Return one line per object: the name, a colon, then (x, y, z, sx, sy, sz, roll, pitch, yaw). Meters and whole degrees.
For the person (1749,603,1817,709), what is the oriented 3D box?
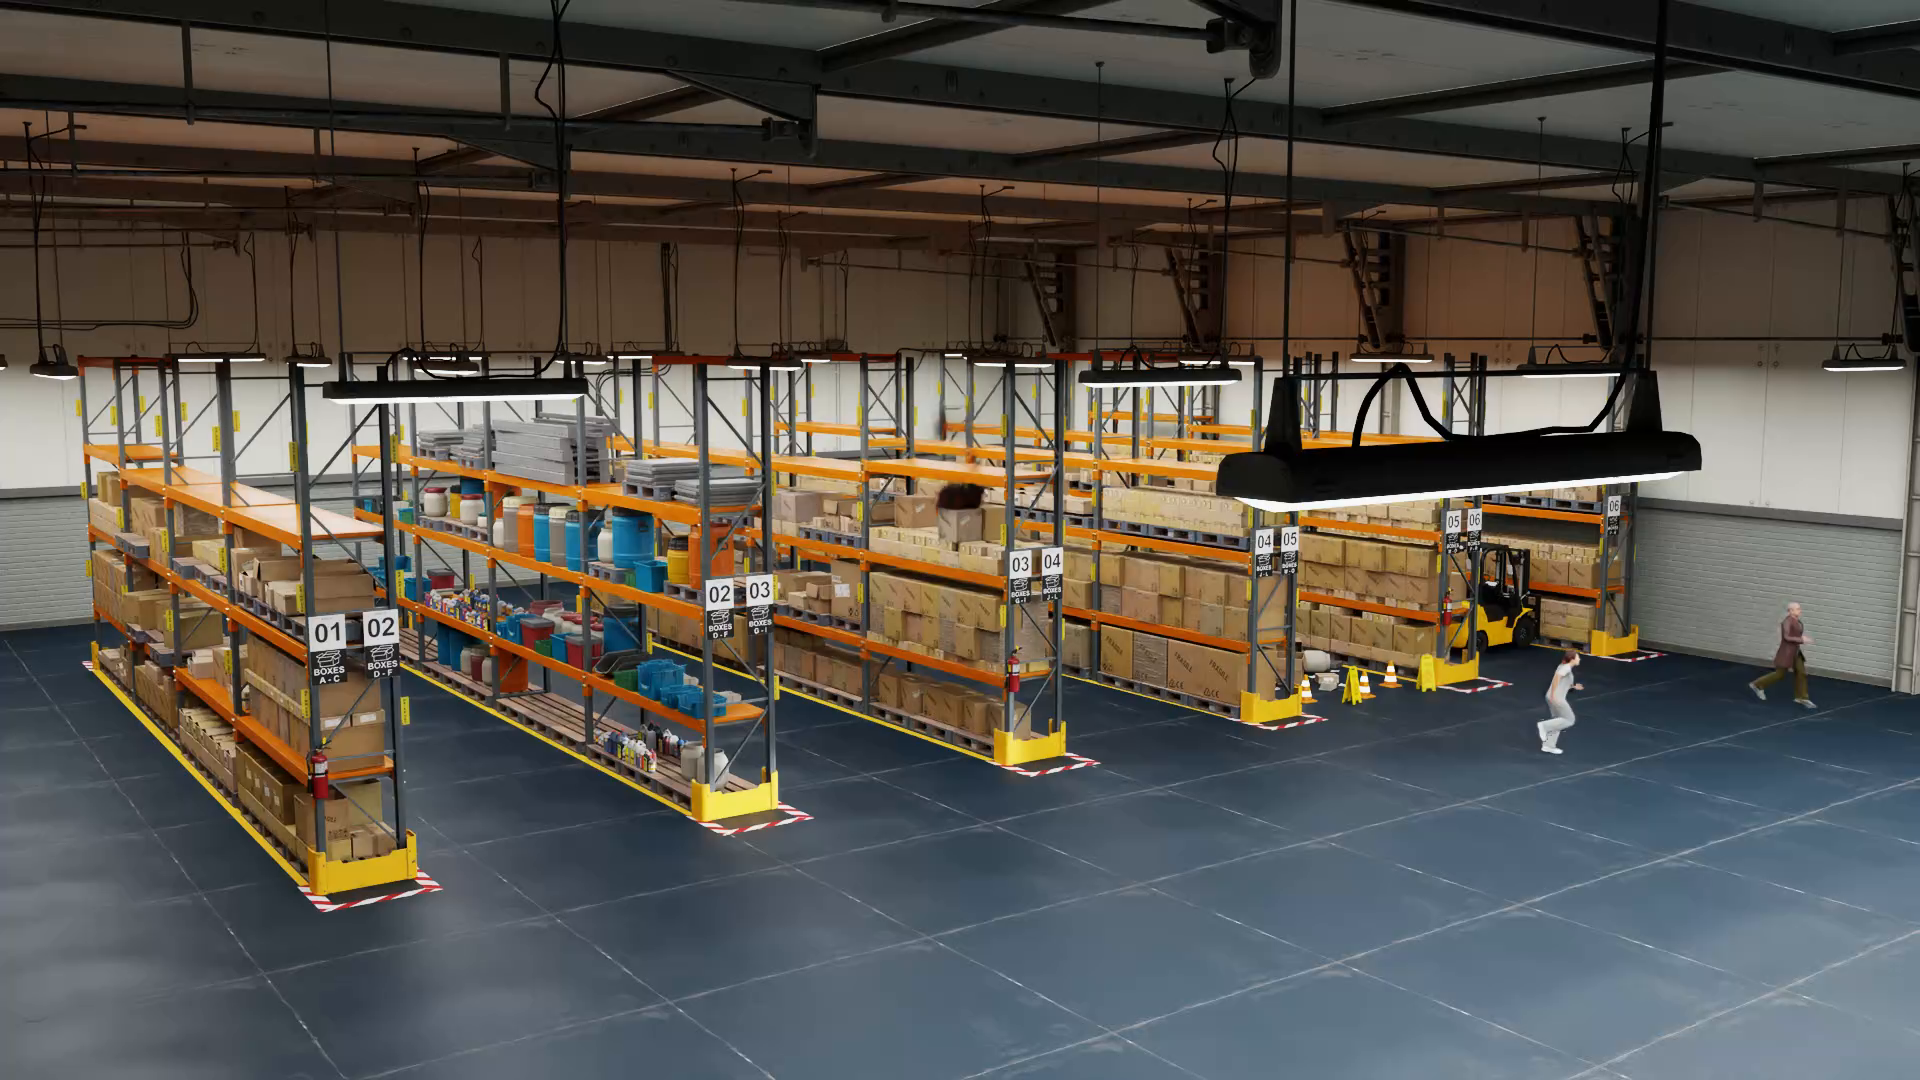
person: (14.281, 1.965, 28.749, 1.060, 1.801, 0.720, 7, 9, 43)

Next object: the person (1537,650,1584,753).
person: (9.205, 2.470, 25.478, 0.684, 1.597, 0.553, 0, 7, 3)

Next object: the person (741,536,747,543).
person: (-5.157, 0.743, 39.413, 0.615, 1.688, 0.611, -3, 7, -22)
